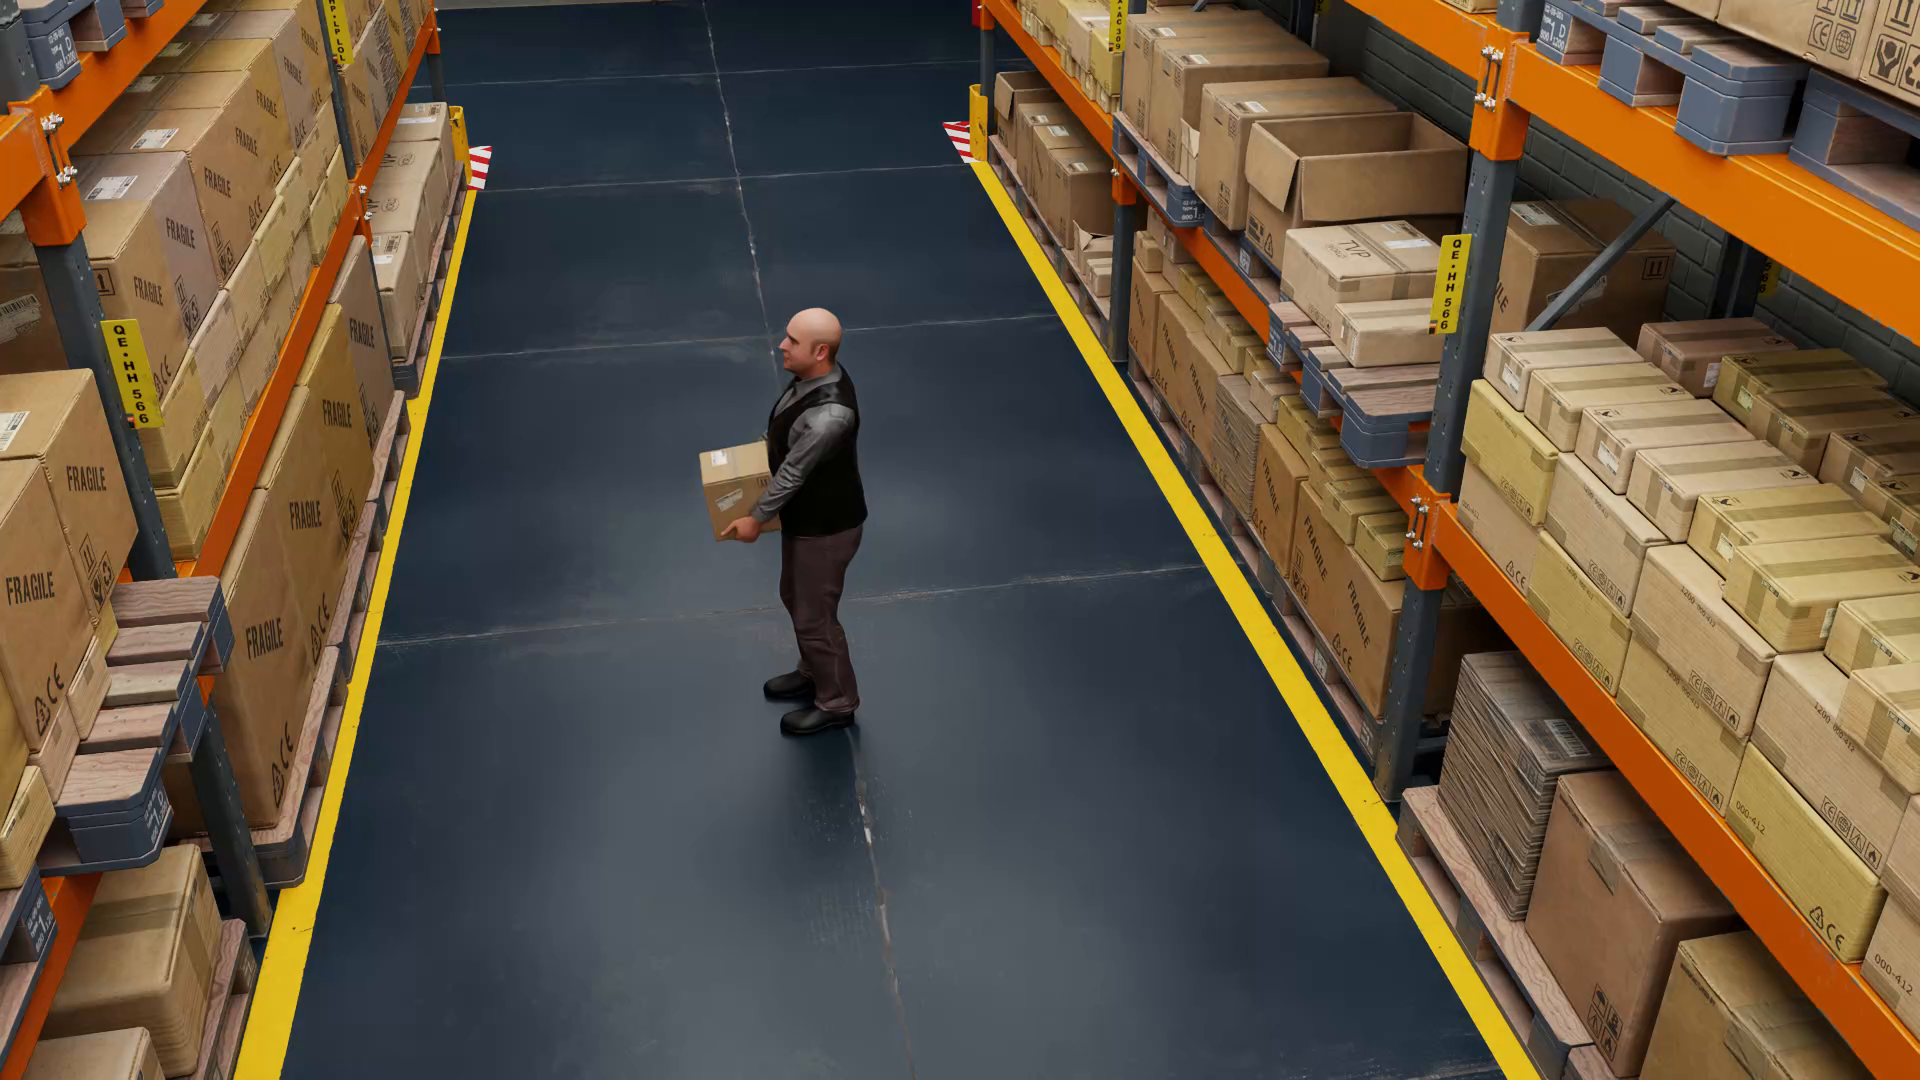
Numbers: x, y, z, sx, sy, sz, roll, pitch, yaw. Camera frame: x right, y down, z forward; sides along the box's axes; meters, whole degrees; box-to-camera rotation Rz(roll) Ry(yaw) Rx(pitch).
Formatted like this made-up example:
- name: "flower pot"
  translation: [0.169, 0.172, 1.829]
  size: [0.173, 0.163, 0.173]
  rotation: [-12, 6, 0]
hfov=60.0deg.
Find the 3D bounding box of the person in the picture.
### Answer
- name: "person"
  translation: [-0.627, -0.059, 6.261]
  size: [0.547, 1.719, 0.495]
  rotation: [-5, 31, -9]
